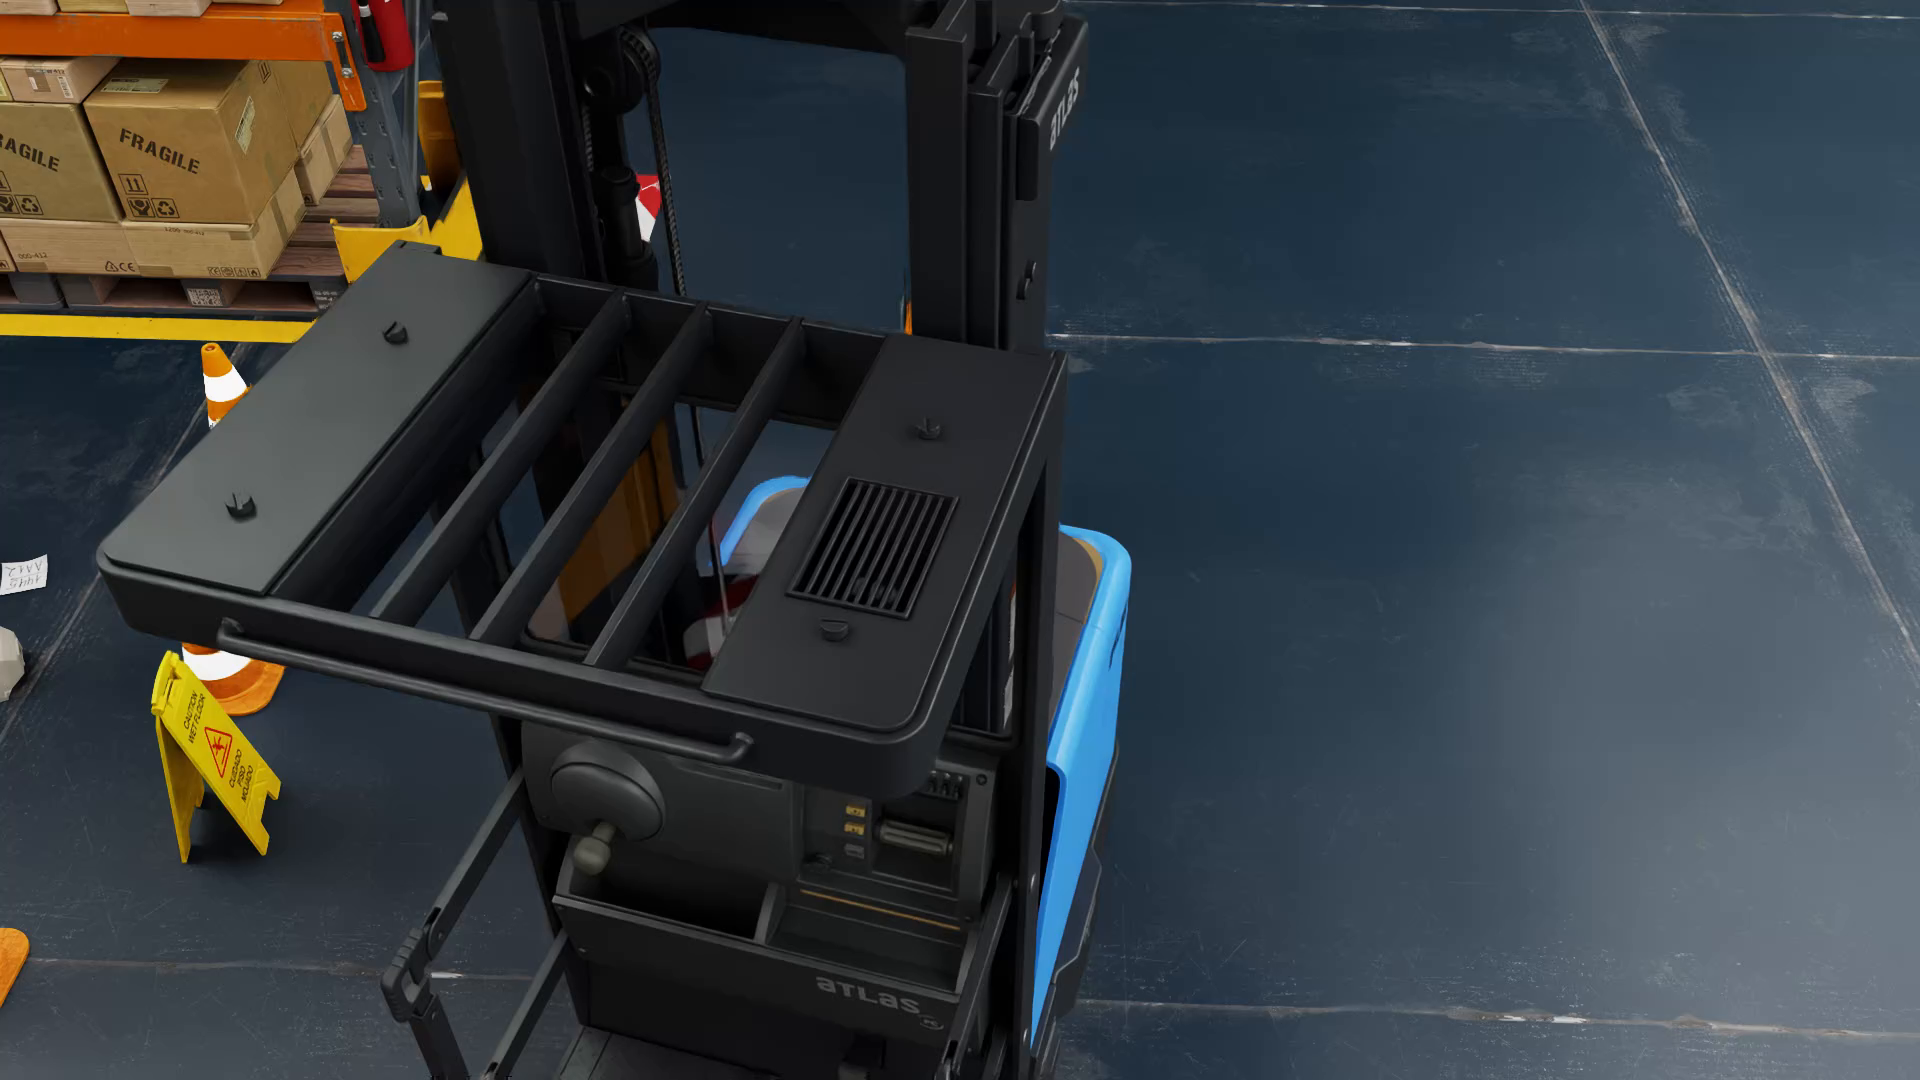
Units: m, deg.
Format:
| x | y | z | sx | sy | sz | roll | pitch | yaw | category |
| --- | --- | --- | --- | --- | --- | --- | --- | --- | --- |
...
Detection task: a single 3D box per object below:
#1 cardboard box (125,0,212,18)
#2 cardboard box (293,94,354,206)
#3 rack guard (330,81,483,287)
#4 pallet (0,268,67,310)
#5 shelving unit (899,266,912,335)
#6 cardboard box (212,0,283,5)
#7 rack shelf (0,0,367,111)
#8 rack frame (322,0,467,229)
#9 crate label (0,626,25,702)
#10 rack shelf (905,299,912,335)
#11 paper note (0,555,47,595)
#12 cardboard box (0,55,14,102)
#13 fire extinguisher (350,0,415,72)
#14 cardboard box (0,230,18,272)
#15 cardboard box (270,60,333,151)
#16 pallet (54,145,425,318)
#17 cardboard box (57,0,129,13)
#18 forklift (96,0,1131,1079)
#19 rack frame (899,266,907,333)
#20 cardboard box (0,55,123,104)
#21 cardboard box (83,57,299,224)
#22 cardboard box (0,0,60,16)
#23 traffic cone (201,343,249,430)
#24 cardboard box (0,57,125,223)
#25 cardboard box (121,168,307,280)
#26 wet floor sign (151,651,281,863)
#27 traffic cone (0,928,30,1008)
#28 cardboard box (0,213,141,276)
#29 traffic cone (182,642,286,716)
| x | y | z | sx | sy | sz | roll | pitch | yaw | category |
| --- | --- | --- | --- | --- | --- | --- | --- | --- | --- |
| -2.764 | -2.004 | 5.885 | 0.250 | 0.149 | 0.380 | 1 | 43 | 1 | cardboard box |
| -2.916 | -1.658 | 7.039 | 0.500 | 0.250 | 0.500 | 1 | 43 | 2 | cardboard box |
| -2.198 | -1.385 | 6.870 | 0.348 | 0.500 | 1.175 | 2 | 43 | 2 | rack guard |
| -4.224 | -1.368 | 7.064 | 1.213 | 0.211 | 1.003 | 2 | 43 | 2 | pallet |
| -0.053 | -0.386 | 5.394 | 0.252 | 1.050 | 0.215 | 2 | 43 | 2 | shelving unit |
| -2.506 | -2.072 | 5.957 | 0.250 | 0.149 | 0.380 | 3 | 43 | 3 | cardboard box |
| -4.120 | -2.096 | 6.327 | 4.000 | 0.370 | 1.077 | 2 | 43 | 2 | rack shelf |
| -2.122 | -2.298 | 6.016 | 0.127 | 3.000 | 1.000 | 2 | 43 | 2 | rack frame |
| -3.108 | 0.399 | 5.221 | 0.298 | 0.136 | 0.250 | -19 | 46 | -20 | crate label |
| -0.053 | -0.586 | 5.208 | 0.240 | 0.259 | 0.215 | 2 | 43 | 2 | rack shelf |
| -3.156 | 0.115 | 5.604 | 0.142 | 0.019 | 0.148 | -12 | 44 | -13 | paper note |
| -3.555 | -1.779 | 6.143 | 0.250 | 0.149 | 0.380 | 2 | 43 | 3 | cardboard box |
| -2.029 | -1.952 | 5.702 | 0.183 | 0.674 | 0.296 | 2 | 43 | 2 | fire extinguisher |
| -3.982 | -1.320 | 6.676 | 0.500 | 0.250 | 0.500 | 0 | 43 | 0 | cardboard box |
| -2.939 | -1.933 | 6.783 | 0.500 | 0.500 | 0.500 | 0 | 43 | 0 | cardboard box |
| -3.008 | -1.329 | 7.021 | 1.213 | 0.211 | 1.003 | 2 | 43 | 2 | pallet |
| -3.019 | -2.026 | 5.909 | 0.250 | 0.149 | 0.380 | 1 | 43 | 1 | cardboard box |
| -0.448 | 0.580 | 2.977 | 1.130 | 2.935 | 3.031 | 11 | 44 | 12 | forklift |
| -0.175 | -0.390 | 5.398 | 0.008 | 1.050 | 0.200 | 2 | 43 | 2 | rack frame |
| -3.304 | -1.770 | 6.132 | 0.250 | 0.149 | 0.380 | 3 | 43 | 3 | cardboard box |
| -2.934 | -1.567 | 6.390 | 0.500 | 0.500 | 0.500 | 2 | 43 | 2 | cardboard box |
| -3.277 | -2.014 | 5.895 | 0.250 | 0.149 | 0.380 | 2 | 43 | 3 | cardboard box |
| -2.610 | -0.504 | 5.952 | 0.334 | 0.463 | 0.336 | 2 | 43 | 2 | traffic cone |
| -3.456 | -1.580 | 6.405 | 0.500 | 0.500 | 0.500 | 3 | 43 | 3 | cardboard box |
| -2.966 | -1.288 | 6.641 | 0.500 | 0.250 | 0.500 | 2 | 43 | 2 | cardboard box |
| -2.126 | 0.590 | 4.643 | 0.232 | 0.644 | 0.267 | -5 | 43 | -5 | wet floor sign |
| -2.711 | 1.021 | 4.314 | 0.334 | 0.463 | 0.336 | 2 | 43 | 2 | traffic cone |
| -3.459 | -1.308 | 6.663 | 0.500 | 0.250 | 0.500 | 2 | 43 | 2 | cardboard box |
| -2.320 | 0.262 | 5.129 | 0.334 | 0.463 | 0.336 | 2 | 43 | 2 | traffic cone |
